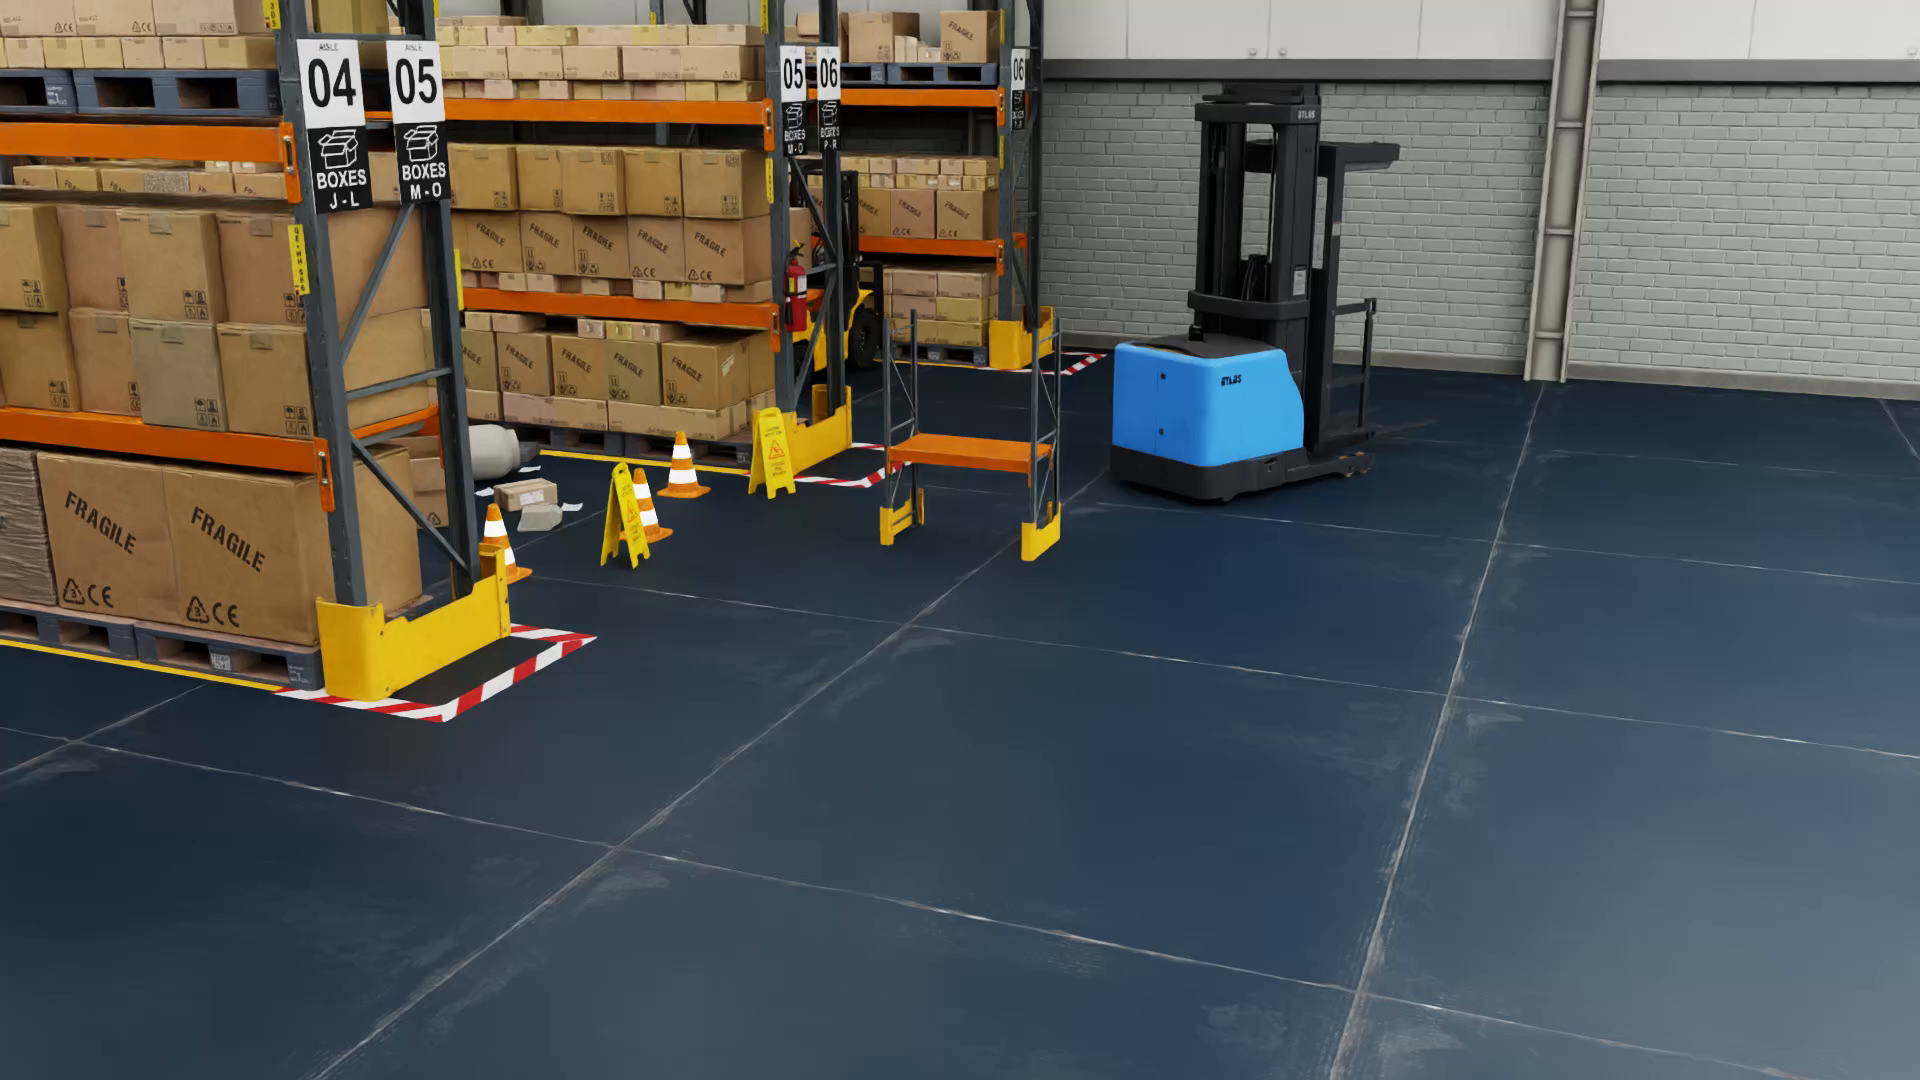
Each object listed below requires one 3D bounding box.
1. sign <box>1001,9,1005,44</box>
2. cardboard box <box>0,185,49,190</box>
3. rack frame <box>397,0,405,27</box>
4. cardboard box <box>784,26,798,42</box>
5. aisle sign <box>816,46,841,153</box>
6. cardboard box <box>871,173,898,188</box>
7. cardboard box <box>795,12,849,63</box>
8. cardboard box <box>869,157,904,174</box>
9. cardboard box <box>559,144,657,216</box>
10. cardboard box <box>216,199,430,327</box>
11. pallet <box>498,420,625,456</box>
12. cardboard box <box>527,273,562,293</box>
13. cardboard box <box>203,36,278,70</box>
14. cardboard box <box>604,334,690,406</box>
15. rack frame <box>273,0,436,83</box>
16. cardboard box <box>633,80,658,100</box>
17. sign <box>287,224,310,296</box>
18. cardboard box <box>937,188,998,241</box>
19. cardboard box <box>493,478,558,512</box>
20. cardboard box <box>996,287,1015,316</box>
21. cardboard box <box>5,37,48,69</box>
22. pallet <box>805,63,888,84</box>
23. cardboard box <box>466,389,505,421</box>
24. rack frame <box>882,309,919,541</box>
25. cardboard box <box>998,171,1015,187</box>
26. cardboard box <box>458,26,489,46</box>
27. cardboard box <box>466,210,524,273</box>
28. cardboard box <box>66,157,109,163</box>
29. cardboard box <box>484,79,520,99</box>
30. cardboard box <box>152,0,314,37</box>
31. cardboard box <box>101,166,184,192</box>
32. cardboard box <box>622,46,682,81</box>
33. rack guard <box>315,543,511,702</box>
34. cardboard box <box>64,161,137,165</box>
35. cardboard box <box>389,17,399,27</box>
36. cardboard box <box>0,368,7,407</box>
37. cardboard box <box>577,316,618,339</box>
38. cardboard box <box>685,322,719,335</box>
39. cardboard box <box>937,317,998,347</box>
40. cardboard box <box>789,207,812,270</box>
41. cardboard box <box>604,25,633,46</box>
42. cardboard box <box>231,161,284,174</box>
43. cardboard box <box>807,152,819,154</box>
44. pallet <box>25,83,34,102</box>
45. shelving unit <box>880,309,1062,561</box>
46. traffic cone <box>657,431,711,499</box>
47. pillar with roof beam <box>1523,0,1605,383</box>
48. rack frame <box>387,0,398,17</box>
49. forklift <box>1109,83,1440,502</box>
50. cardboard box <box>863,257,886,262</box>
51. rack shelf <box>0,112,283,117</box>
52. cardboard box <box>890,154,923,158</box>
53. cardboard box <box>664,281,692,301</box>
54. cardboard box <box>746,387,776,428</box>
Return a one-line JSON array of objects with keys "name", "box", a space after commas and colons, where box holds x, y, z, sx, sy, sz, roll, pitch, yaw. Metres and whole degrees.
[{"name": "sign", "box": [0.422, -5.062, 16.405, 0.005, 0.325, 0.100, 6, 17, 21]}, {"name": "cardboard box", "box": [-5.742, -1.719, 9.509, 0.550, 0.550, 0.875, 6, 17, 21]}, {"name": "rack frame", "box": [-4.905, -5.376, 13.552, 0.127, 3.000, 1.000, 6, 17, 21]}, {"name": "cardboard box", "box": [-1.439, -3.878, 12.792, 0.250, 0.149, 0.380, 6, 17, 20]}, {"name": "aisle sign", "box": [-1.012, -3.409, 12.872, 0.004, 0.787, 0.394, 6, 17, 21]}, {"name": "cardboard box", "box": [-0.751, -3.800, 17.542, 0.250, 0.149, 0.380, 6, 17, 19]}, {"name": "cardboard box", "box": [-1.313, -5.296, 17.539, 0.637, 0.503, 0.797, 7, 18, 22]}, {"name": "cardboard box", "box": [-0.758, -3.938, 17.481, 0.250, 0.149, 0.380, 7, 18, 22]}, {"name": "cardboard box", "box": [-2.719, -2.832, 13.042, 0.500, 0.500, 0.700, 6, 17, 20]}, {"name": "cardboard box", "box": [-3.237, -1.431, 8.515, 0.550, 0.550, 0.875, 6, 17, 21]}, {"name": "pallet", "box": [-3.128, -0.972, 14.144, 1.213, 0.211, 1.003, 6, 17, 21]}, {"name": "cardboard box", "box": [-3.298, -2.107, 13.503, 0.250, 0.149, 0.380, 6, 17, 20]}, {"name": "cardboard box", "box": [-3.340, -2.308, 7.880, 0.250, 0.149, 0.380, 6, 17, 21]}, {"name": "cardboard box", "box": [-2.511, -1.394, 13.430, 0.500, 0.500, 0.500, 7, 18, 23]}, {"name": "rack frame", "box": [-2.906, -3.673, 7.685, 0.127, 3.000, 1.000, 6, 17, 21]}, {"name": "cardboard box", "box": [-2.308, -3.466, 12.803, 0.250, 0.149, 0.380, 6, 17, 21]}, {"name": "sign", "box": [-3.118, -1.322, 7.847, 0.005, 0.325, 0.100, 6, 17, 21]}, {"name": "cardboard box", "box": [0.080, -3.404, 17.340, 0.500, 0.500, 0.500, 6, 17, 19]}, {"name": "cardboard box", "box": [-3.144, -0.327, 12.034, 0.380, 0.149, 0.250, -12, 20, -37]}, {"name": "cardboard box", "box": [0.273, -2.597, 18.021, 0.500, 0.250, 0.500, 7, 17, 22]}, {"name": "cardboard box", "box": [-4.521, -2.438, 8.328, 0.250, 0.149, 0.380, 6, 17, 21]}, {"name": "pallet", "box": [-1.153, -4.975, 17.710, 1.213, 0.211, 1.003, 6, 17, 21]}, {"name": "cardboard box", "box": [-3.954, -1.194, 14.086, 0.500, 0.250, 0.500, 7, 18, 24]}, {"name": "rack frame", "box": [-0.394, -0.764, 11.114, 0.032, 1.500, 0.500, 6, 17, 21]}, {"name": "cardboard box", "box": [0.414, -3.835, 17.662, 0.250, 0.149, 0.380, 6, 17, 19]}, {"name": "cardboard box", "box": [-3.753, -3.987, 13.166, 0.250, 0.149, 0.380, 6, 17, 19]}, {"name": "cardboard box", "box": [-3.660, -2.469, 13.585, 0.500, 0.500, 0.500, 6, 17, 20]}, {"name": "cardboard box", "box": [-11.817, -5.254, 22.281, 0.500, 0.500, 0.500, 6, 17, 19]}, {"name": "cardboard box", "box": [-3.538, -3.565, 13.144, 0.250, 0.149, 0.380, 6, 17, 20]}, {"name": "cardboard box", "box": [-3.464, -2.531, 7.933, 0.500, 0.250, 0.500, 7, 17, 21]}, {"name": "cardboard box", "box": [-7.308, -3.087, 14.961, 0.500, 0.500, 0.500, 7, 17, 22]}, {"name": "cardboard box", "box": [-2.221, -3.635, 12.671, 0.500, 0.250, 0.500, 6, 17, 20]}, {"name": "rack guard", "box": [-2.884, 0.411, 8.862, 0.348, 0.500, 1.175, 6, 17, 21]}, {"name": "cardboard box", "box": [-8.101, -3.323, 15.773, 0.500, 0.500, 0.500, 6, 17, 19]}, {"name": "cardboard box", "box": [-6.223, -5.793, 19.256, 0.500, 0.500, 0.500, 6, 17, 21]}, {"name": "cardboard box", "box": [-5.300, -1.102, 9.322, 0.550, 0.550, 0.875, 6, 17, 21]}, {"name": "cardboard box", "box": [-2.868, -1.727, 13.414, 0.250, 0.149, 0.380, 7, 18, 23]}, {"name": "cardboard box", "box": [-2.343, -1.536, 13.919, 0.500, 0.500, 0.500, 6, 17, 19]}, {"name": "cardboard box", "box": [0.081, -2.221, 17.623, 0.500, 0.250, 0.500, 6, 17, 21]}, {"name": "cardboard box", "box": [-1.523, -2.397, 13.339, 0.500, 0.500, 0.500, 6, 17, 20]}, {"name": "cardboard box", "box": [-2.519, -3.871, 12.767, 0.250, 0.149, 0.380, 6, 17, 21]}, {"name": "cardboard box", "box": [-6.063, -3.255, 14.377, 0.250, 0.149, 0.380, 6, 17, 19]}, {"name": "cardboard box", "box": [-1.720, -4.230, 18.488, 0.250, 0.149, 0.380, 6, 17, 20]}, {"name": "pallet", "box": [-5.870, -2.513, 9.228, 1.213, 0.211, 1.003, 6, 17, 21]}, {"name": "shelving unit", "box": [0.071, -0.712, 10.938, 1.083, 1.500, 0.587, 6, 17, 21]}, {"name": "traffic cone", "box": [-2.057, -0.577, 12.332, 0.334, 0.463, 0.336, 6, 17, 21]}, {"name": "pillar with roof beam", "box": [4.319, -4.830, 11.669, 0.400, 9.000, 9.100, 6, 17, 21]}, {"name": "rack frame", "box": [-6.808, -7.073, 19.398, 0.127, 3.000, 1.000, 6, 17, 21]}, {"name": "forklift", "box": [2.598, -1.995, 12.790, 3.031, 2.935, 1.130, -13, 20, -37]}, {"name": "cardboard box", "box": [-1.145, -2.992, 18.484, 0.500, 0.250, 0.500, 6, 17, 20]}, {"name": "rack shelf", "box": [-6.765, -3.795, 14.776, 4.000, 0.370, 1.077, 6, 17, 21]}, {"name": "cardboard box", "box": [-0.561, -4.075, 17.952, 0.250, 0.149, 0.380, 7, 18, 22]}, {"name": "cardboard box", "box": [-2.117, -1.977, 13.055, 0.250, 0.149, 0.380, 6, 17, 20]}, {"name": "cardboard box", "box": [-1.833, -1.122, 13.835, 0.500, 0.250, 0.500, 6, 17, 20]}]
